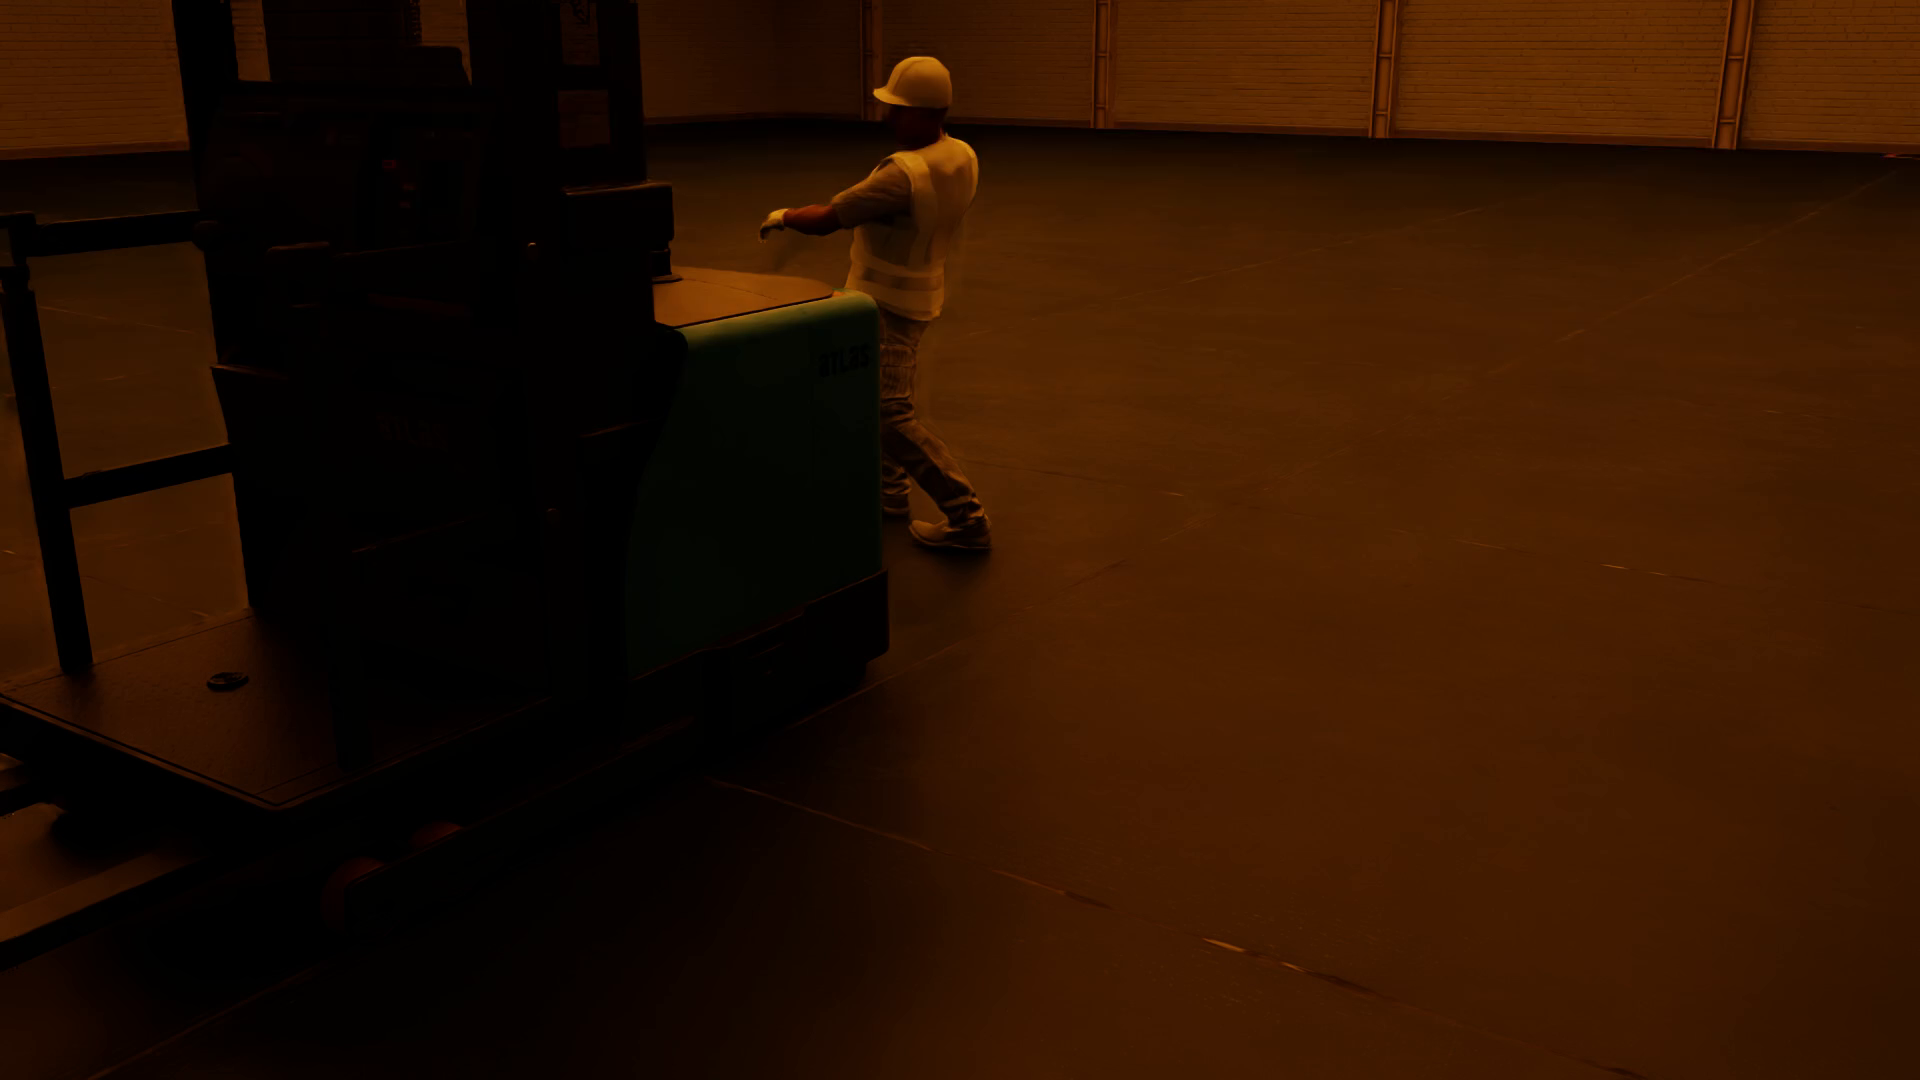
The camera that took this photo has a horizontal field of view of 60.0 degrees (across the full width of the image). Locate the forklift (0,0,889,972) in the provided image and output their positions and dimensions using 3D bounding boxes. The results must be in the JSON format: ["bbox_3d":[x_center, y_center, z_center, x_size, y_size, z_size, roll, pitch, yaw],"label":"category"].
[{"bbox_3d":[-1.436,-0.763,3.384,1.130,2.935,3.031,11,20,32],"label":"forklift"}]

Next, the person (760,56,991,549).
[{"bbox_3d":[-0.268,-0.861,5.927,0.870,1.665,0.790,3,17,10],"label":"person"}]
